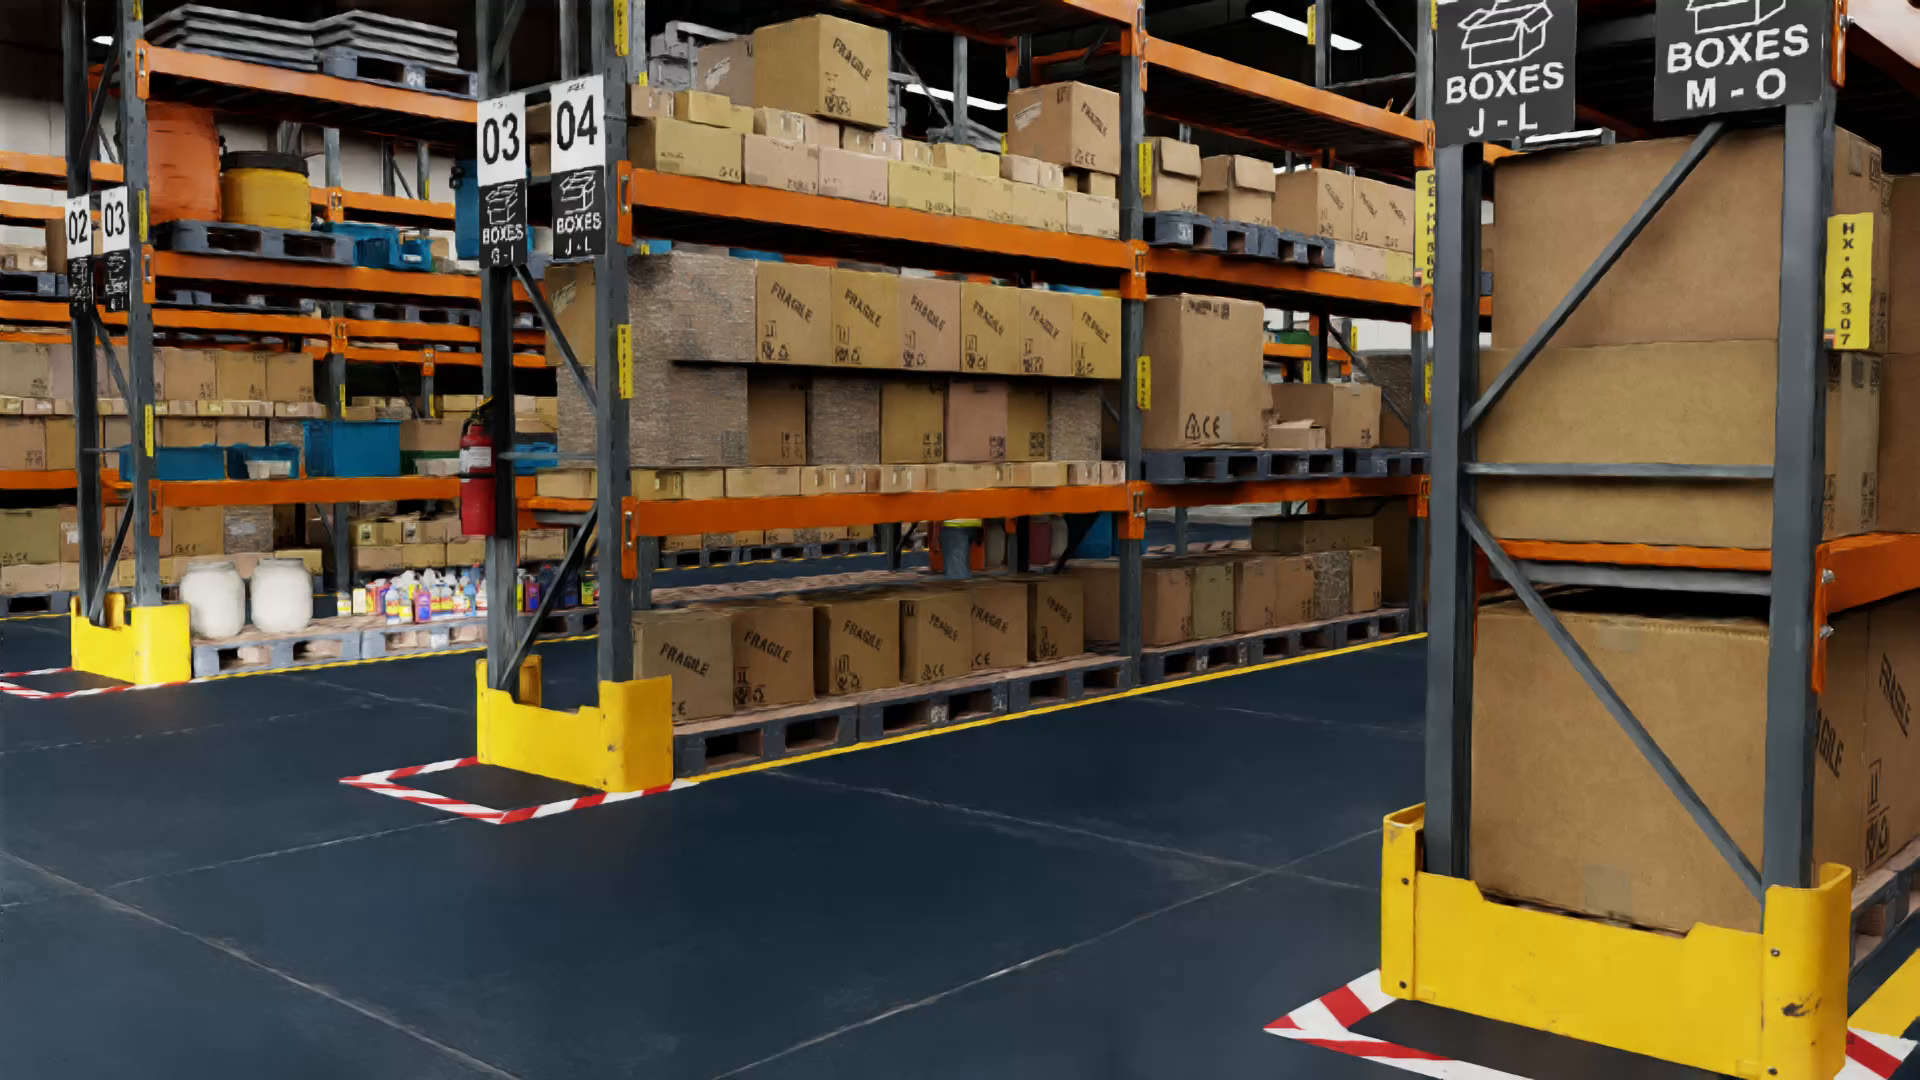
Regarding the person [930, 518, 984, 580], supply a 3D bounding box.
[{"bbox_3d":[-0.057,-0.091,12.879,0.628,1.766,0.708,2,4,27],"label":"person"}]
